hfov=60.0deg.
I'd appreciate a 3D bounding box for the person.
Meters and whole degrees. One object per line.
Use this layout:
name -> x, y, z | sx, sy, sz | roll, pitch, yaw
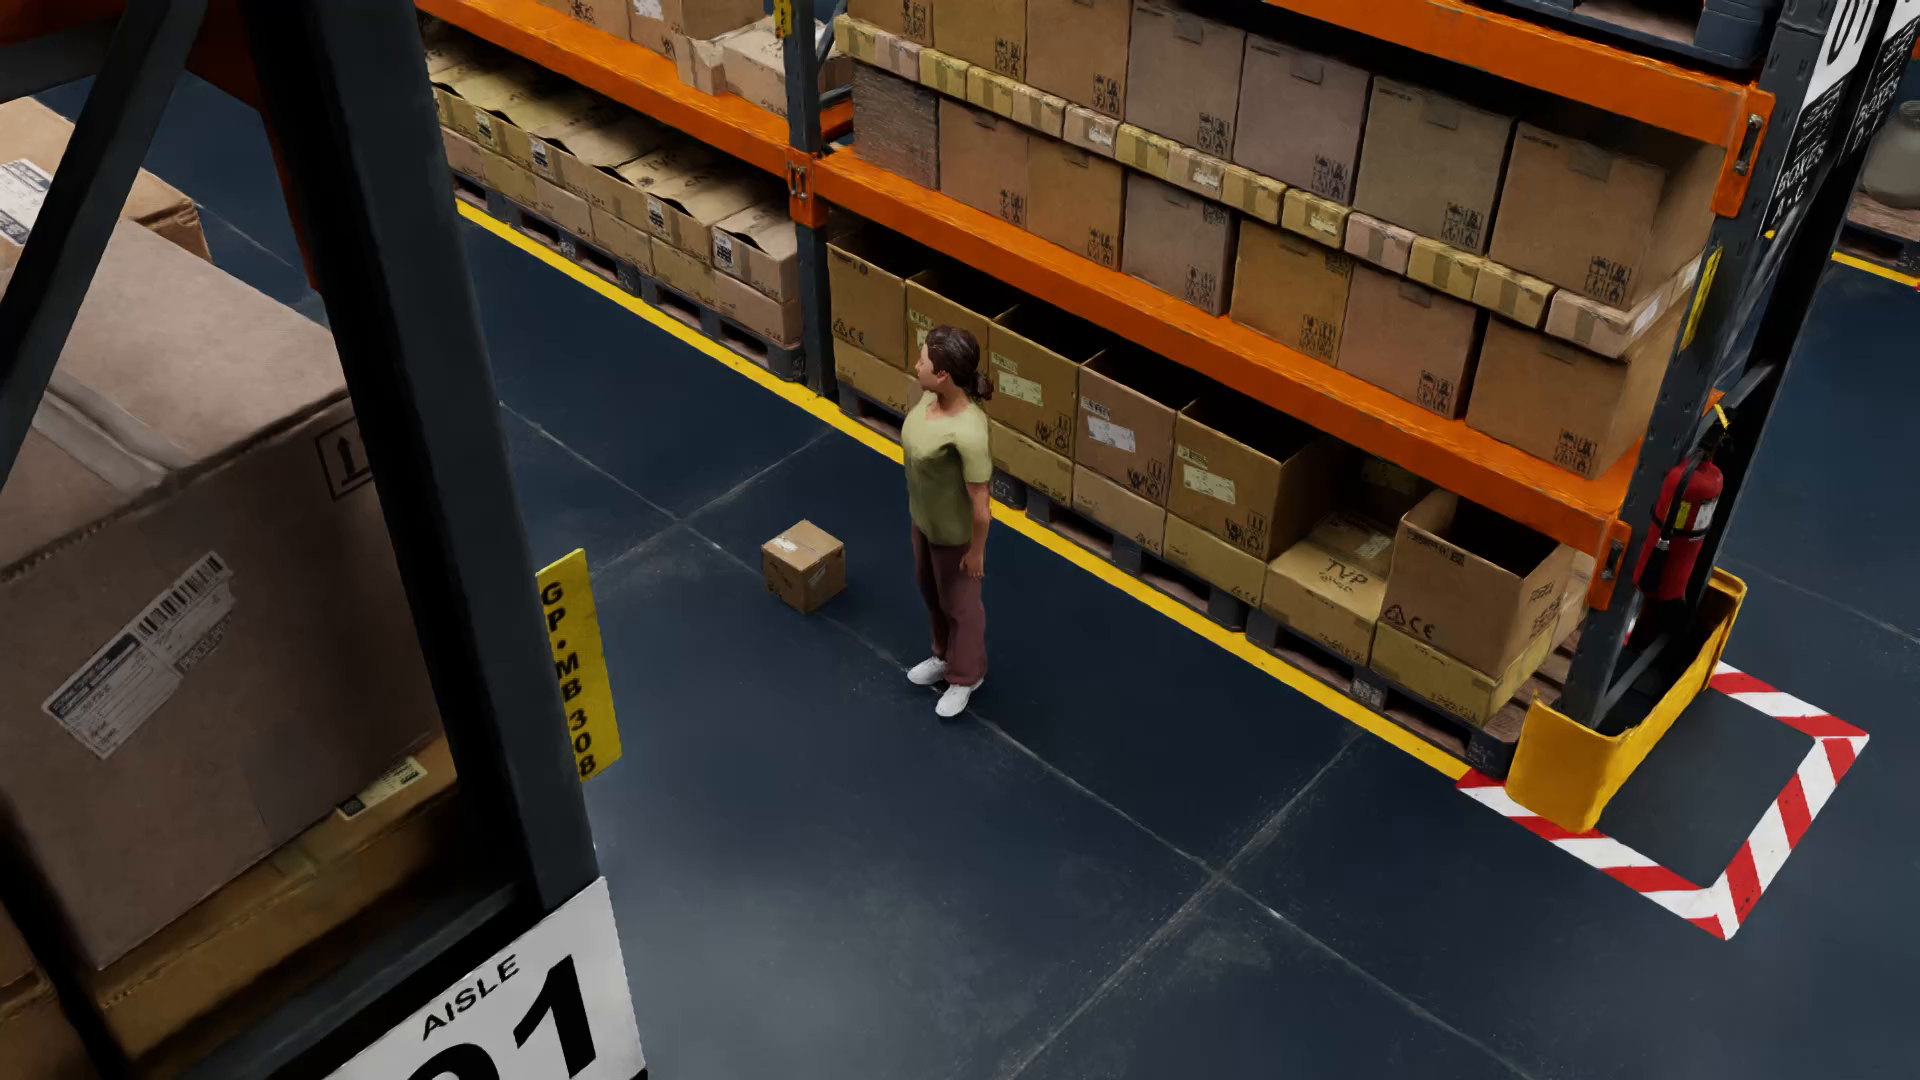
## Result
person -> -0.043, -0.055, 6.218 | 0.312, 1.647, 0.492 | -16, 42, -19
